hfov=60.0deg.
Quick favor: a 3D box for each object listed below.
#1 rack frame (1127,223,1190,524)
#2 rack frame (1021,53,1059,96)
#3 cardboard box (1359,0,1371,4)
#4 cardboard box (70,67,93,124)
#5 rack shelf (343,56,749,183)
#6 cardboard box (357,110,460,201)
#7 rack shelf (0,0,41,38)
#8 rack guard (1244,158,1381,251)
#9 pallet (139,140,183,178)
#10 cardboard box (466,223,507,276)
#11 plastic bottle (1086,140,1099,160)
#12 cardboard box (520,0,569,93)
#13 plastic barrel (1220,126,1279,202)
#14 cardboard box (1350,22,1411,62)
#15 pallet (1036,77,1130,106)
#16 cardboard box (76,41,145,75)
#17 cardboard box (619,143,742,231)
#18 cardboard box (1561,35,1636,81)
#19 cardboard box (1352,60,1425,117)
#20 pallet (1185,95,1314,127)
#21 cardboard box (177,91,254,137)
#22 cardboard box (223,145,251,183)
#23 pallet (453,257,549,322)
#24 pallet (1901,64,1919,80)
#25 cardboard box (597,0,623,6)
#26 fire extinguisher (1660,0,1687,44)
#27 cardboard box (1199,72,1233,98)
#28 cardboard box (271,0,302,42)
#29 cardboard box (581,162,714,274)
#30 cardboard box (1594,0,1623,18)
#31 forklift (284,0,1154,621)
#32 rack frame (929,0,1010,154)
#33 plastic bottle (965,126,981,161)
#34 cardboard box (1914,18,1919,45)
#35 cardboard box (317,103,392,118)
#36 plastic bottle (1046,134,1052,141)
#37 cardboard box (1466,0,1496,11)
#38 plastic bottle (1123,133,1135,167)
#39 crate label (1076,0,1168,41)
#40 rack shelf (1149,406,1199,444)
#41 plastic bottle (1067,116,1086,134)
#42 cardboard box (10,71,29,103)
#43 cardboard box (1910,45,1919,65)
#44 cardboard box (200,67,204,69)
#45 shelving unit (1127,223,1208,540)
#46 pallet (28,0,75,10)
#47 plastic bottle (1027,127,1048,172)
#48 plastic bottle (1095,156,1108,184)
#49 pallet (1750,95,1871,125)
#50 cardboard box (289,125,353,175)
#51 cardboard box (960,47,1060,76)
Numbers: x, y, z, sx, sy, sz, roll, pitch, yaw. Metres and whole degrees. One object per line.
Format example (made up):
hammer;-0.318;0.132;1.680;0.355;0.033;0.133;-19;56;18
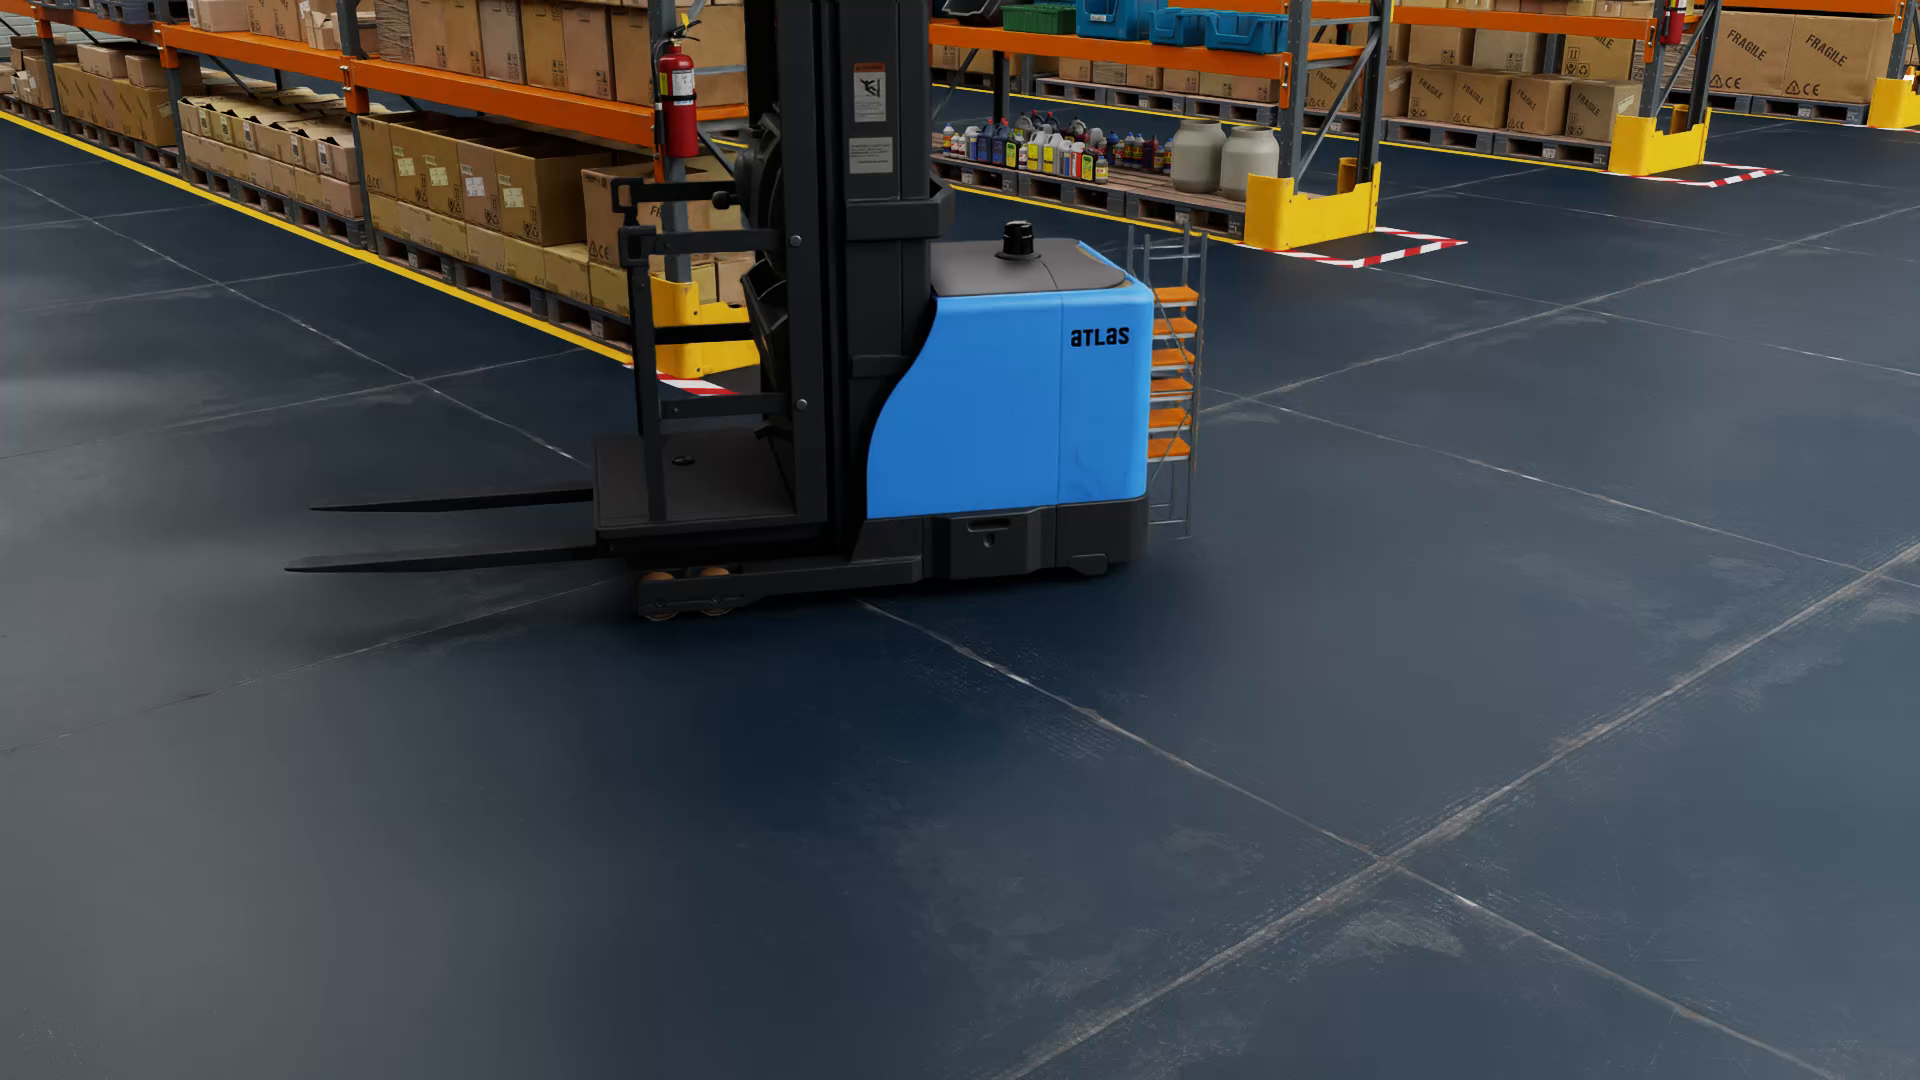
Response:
rack frame;0.743;-0.619;6.419;0.240;1.200;0.006;-5;22;-12
rack frame;1.169;-6.981;20.195;1.000;3.000;0.127;-17;27;-37
cardboard box;4.200;-5.427;16.571;0.380;0.149;0.250;-17;27;-37
cardboard box;-8.461;-4.434;16.516;0.500;0.500;0.500;-17;27;-37
rack shelf;-2.422;-2.631;10.076;1.077;0.370;4.000;-17;27;-37
cardboard box;-3.662;-2.581;11.126;0.500;0.500;0.500;-17;27;-37
rack shelf;-10.255;-5.947;18.541;1.077;0.370;4.000;-17;27;-37
rack guard;2.554;-2.438;12.023;1.175;0.500;0.348;-17;27;-37
pallet;-6.797;-3.541;15.235;1.003;0.211;1.213;-17;27;-37
cardboard box;-2.678;-1.818;10.208;0.500;0.250;0.500;-17;27;-37
plastic bottle;1.045;-3.037;13.246;0.061;0.283;0.133;-17;27;-37
cardboard box;-2.077;-2.875;9.574;0.700;0.500;0.500;-17;27;-37
plastic barrel;2.151;-2.793;12.337;0.421;0.512;0.421;0;21;0
cardboard box;5.895;-6.852;22.374;1.050;0.750;0.750;-17;27;-37
pallet;1.678;-5.467;20.152;1.003;0.211;1.213;-17;27;-37
cardboard box;-8.165;-4.651;16.043;0.500;0.250;0.500;-17;27;-37
cardboard box;-1.625;-2.017;9.687;0.500;0.500;0.500;-17;27;-37
cardboard box;7.961;-6.045;20.142;0.875;0.875;0.875;-17;27;-37
cardboard box;4.391;-4.631;17.047;0.500;0.500;0.500;-9;23;-21
pallet;3.271;-4.793;18.431;1.003;0.211;1.213;-17;27;-37
cardboard box;-6.219;-3.586;13.952;0.500;0.311;0.500;-16;27;-36
cardboard box;-5.546;-3.044;13.337;0.500;0.250;0.500;-18;28;-39
pallet;-2.439;-1.654;10.417;1.003;0.211;1.213;-17;27;-37
pallet;12.553;-6.423;22.592;1.003;0.211;1.213;-17;27;-37
cardboard box;-1.682;-2.895;8.735;0.380;0.149;0.250;-17;27;-36
fire extinguisher;6.117;-4.594;14.206;0.296;0.674;0.183;-17;27;-37
cardboard box;3.099;-5.228;18.544;0.700;0.500;0.500;-18;27;-38
cardboard box;-4.887;-4.066;12.614;0.500;0.500;0.500;-17;27;-37
cardboard box;-1.692;-1.756;9.019;0.500;0.500;0.500;-17;27;-37
cardboard box;5.886;-4.753;14.850;0.380;0.149;0.250;-17;27;-37
forklift;-0.877;-1.295;5.771;3.031;2.935;1.130;-5;22;-11
rack frame;0.028;-4.697;14.364;1.000;3.000;0.127;-17;27;-37
plastic bottle;0.136;-3.359;14.077;0.152;0.276;0.135;-16;27;-36
cardboard box;12.835;-6.697;21.636;0.500;0.500;0.500;-16;27;-36
cardboard box;-4.813;-3.293;13.205;0.500;0.311;0.500;-17;27;-36
plastic bottle;0.737;-3.185;13.633;0.152;0.276;0.135;-17;27;-37
cardboard box;4.990;-5.073;15.668;0.380;0.149;0.250;-17;27;-37
plastic bottle;1.402;-3.224;13.740;0.097;0.271;0.097;0;21;0
crate label;1.233;-4.053;12.669;0.502;0.435;0.616;-17;27;-37
rack shelf;0.764;-0.433;6.396;0.258;0.103;0.180;-5;22;-12
plastic bottle;1.003;-3.417;14.124;0.144;0.351;0.185;-18;27;-38
cardboard box;-10.025;-4.979;18.167;0.500;0.311;0.500;-17;27;-37
cardboard box;12.835;-6.350;21.777;0.500;0.250;0.500;-17;27;-37
cardboard box;-7.767;-4.425;16.493;0.500;0.500;0.500;-17;27;-37
shelving unit;0.764;-0.586;6.336;0.258;1.200;0.189;-5;22;-12
pallet;-8.510;-5.393;16.404;1.003;0.211;1.213;-17;27;-37
plastic bottle;0.641;-3.177;13.512;0.144;0.351;0.185;-18;27;-38
plastic bottle;1.108;-2.897;13.001;0.097;0.201;0.097;0;21;0
pallet;9.633;-4.828;18.521;1.003;0.211;1.213;-17;27;-37
cardboard box;-4.553;-2.881;12.153;0.500;0.311;0.500;-17;27;-36
cardboard box;0.734;-6.383;21.006;1.225;0.875;0.875;-19;28;-40
